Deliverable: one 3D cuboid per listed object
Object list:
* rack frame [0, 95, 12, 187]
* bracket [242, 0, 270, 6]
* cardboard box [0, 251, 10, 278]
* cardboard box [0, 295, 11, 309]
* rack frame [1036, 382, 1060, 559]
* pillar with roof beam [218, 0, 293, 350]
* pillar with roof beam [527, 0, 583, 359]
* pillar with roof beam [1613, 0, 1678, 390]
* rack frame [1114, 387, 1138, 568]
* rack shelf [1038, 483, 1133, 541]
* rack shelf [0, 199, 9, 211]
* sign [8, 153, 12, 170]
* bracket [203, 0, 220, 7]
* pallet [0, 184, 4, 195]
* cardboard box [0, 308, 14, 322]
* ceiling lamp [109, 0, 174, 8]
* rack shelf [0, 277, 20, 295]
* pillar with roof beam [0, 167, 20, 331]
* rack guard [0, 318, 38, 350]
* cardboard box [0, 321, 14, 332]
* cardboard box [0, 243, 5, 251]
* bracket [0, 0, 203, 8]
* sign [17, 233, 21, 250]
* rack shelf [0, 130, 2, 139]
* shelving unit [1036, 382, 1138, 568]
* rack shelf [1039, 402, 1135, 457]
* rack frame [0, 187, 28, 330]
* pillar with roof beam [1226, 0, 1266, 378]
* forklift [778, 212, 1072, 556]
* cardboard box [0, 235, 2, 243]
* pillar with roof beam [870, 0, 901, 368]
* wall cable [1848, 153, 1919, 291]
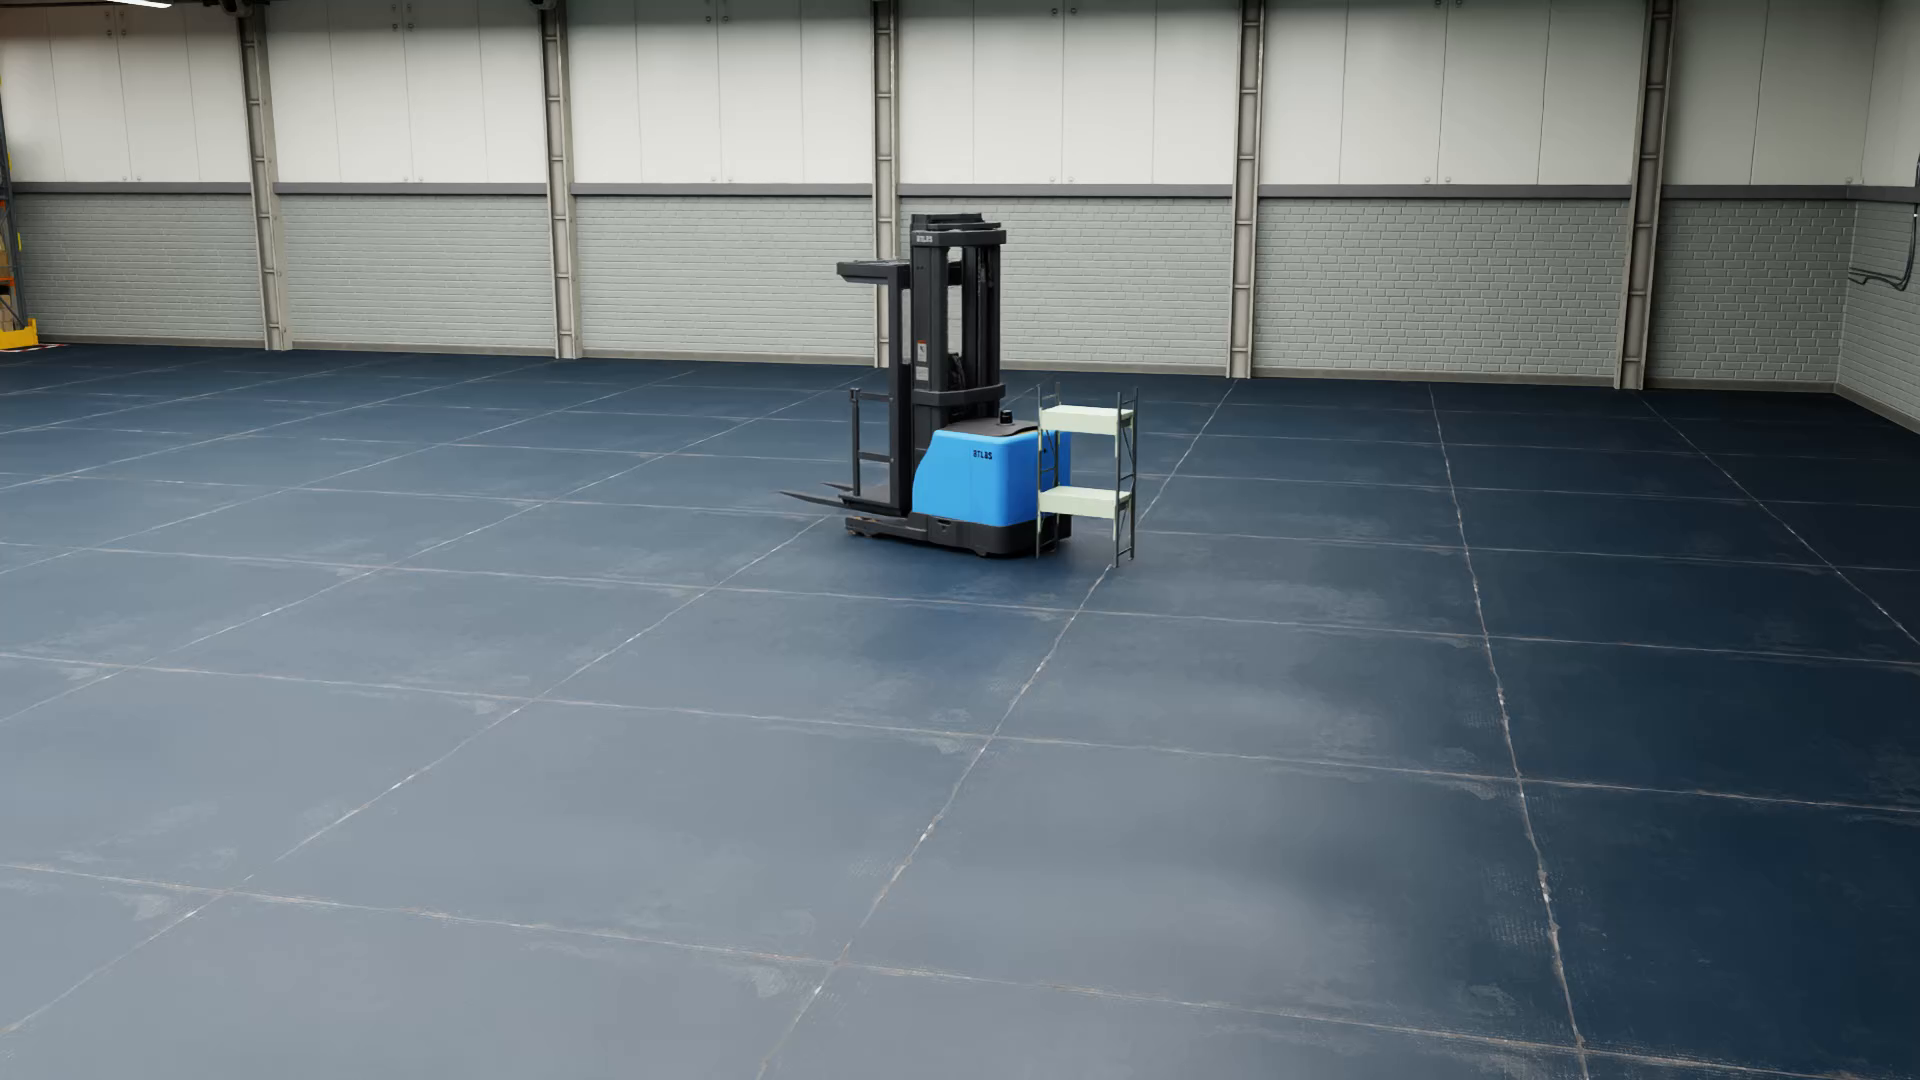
[{"bbox_3d":[-18.261,-8.091,30.926,0.127,3.000,1.000,3,13,14],"label":"rack frame"},{"bbox_3d":[-12.578,-9.666,29.716,0.430,0.232,0.235,3,13,14],"label":"bracket"},{"bbox_3d":[-18.675,-5.295,31.944,0.500,0.500,0.500,3,13,15],"label":"cardboard box"},{"bbox_3d":[-18.682,-4.578,32.011,0.500,0.250,0.500,3,13,13],"label":"cardboard box"},{"bbox_3d":[0.768,-0.606,14.501,0.023,1.500,0.400,6,14,27],"label":"rack frame"},{"bbox_3d":[-13.927,-7.100,26.459,0.548,9.000,9.100,3,13,14],"label":"pillar with roof beam"},{"bbox_3d":[-8.102,-6.789,25.056,0.548,9.000,9.100,3,13,14],"label":"pillar with roof beam"},{"bbox_3d":[9.374,-5.854,20.845,0.400,9.000,9.100,3,13,14],"label":"pillar with roof beam"},{"bbox_3d":[1.416,-0.532,14.170,0.023,1.500,0.400,6,14,27],"label":"rack frame"},{"bbox_3d":[1.092,-0.251,14.406,0.720,0.370,0.431,6,14,27],"label":"rack shelf"},{"bbox_3d":[-20.202,-6.379,31.796,4.000,0.370,1.077,3,13,14],"label":"rack shelf"},{"bbox_3d":[-18.122,-7.208,31.672,0.005,0.325,0.100,3,13,14],"label":"sign"},{"bbox_3d":[-13.383,-9.709,29.910,0.430,0.232,0.235,3,13,14],"label":"bracket"},{"bbox_3d":[-18.941,-6.626,31.450,1.213,0.211,1.003,3,13,14],"label":"pallet"},{"bbox_3d":[-18.667,-4.337,32.081,0.500,0.250,0.500,3,13,15],"label":"cardboard box"},{"bbox_3d":[-12.600,-9.780,25.060,0.800,3.185,2.000,3,13,14],"label":"ceiling lamp"},{"bbox_3d":[-20.202,-4.915,32.121,4.000,0.370,1.077,3,13,14],"label":"rack shelf"},{"bbox_3d":[-19.752,-7.411,27.863,0.400,9.000,9.100,3,13,14],"label":"pillar with roof beam"},{"bbox_3d":[-18.237,-3.941,31.841,0.348,0.500,1.175,3,13,14],"label":"rack guard"},{"bbox_3d":[-18.691,-4.091,32.128,0.500,0.250,0.500,3,13,14],"label":"cardboard box"},{"bbox_3d":[-18.528,-5.600,31.820,0.250,0.149,0.380,3,13,12],"label":"cardboard box"},{"bbox_3d":[-15.885,-9.843,30.513,4.783,0.066,0.076,3,13,14],"label":"bracket"},{"bbox_3d":[-18.122,-5.740,31.998,0.005,0.325,0.100,3,13,14],"label":"sign"},{"bbox_3d":[-20.202,-7.648,31.515,4.000,0.370,1.077,3,13,14],"label":"rack shelf"},{"bbox_3d":[1.092,-0.569,14.336,0.755,1.500,0.431,6,14,27],"label":"shelving unit"},{"bbox_3d":[1.092,-0.950,14.251,0.720,0.370,0.431,6,14,27],"label":"rack shelf"},{"bbox_3d":[-18.261,-5.162,31.576,0.127,3.000,1.000,3,13,14],"label":"rack frame"},{"bbox_3d":[3.549,-6.166,22.249,0.400,9.000,9.100,3,13,14],"label":"pillar with roof beam"},{"bbox_3d":[-0.432,-1.533,15.378,3.031,2.935,1.130,11,16,40],"label":"forklift"},{"bbox_3d":[-18.536,-5.735,31.743,0.250,0.149,0.380,3,13,12],"label":"cardboard box"},{"bbox_3d":[-2.276,-6.477,23.652,0.548,9.000,9.100,3,13,14],"label":"pillar with roof beam"},{"bbox_3d":[12.949,-4.813,23.320,0.112,2.526,3.097,3,13,14],"label":"wall cable"}]
